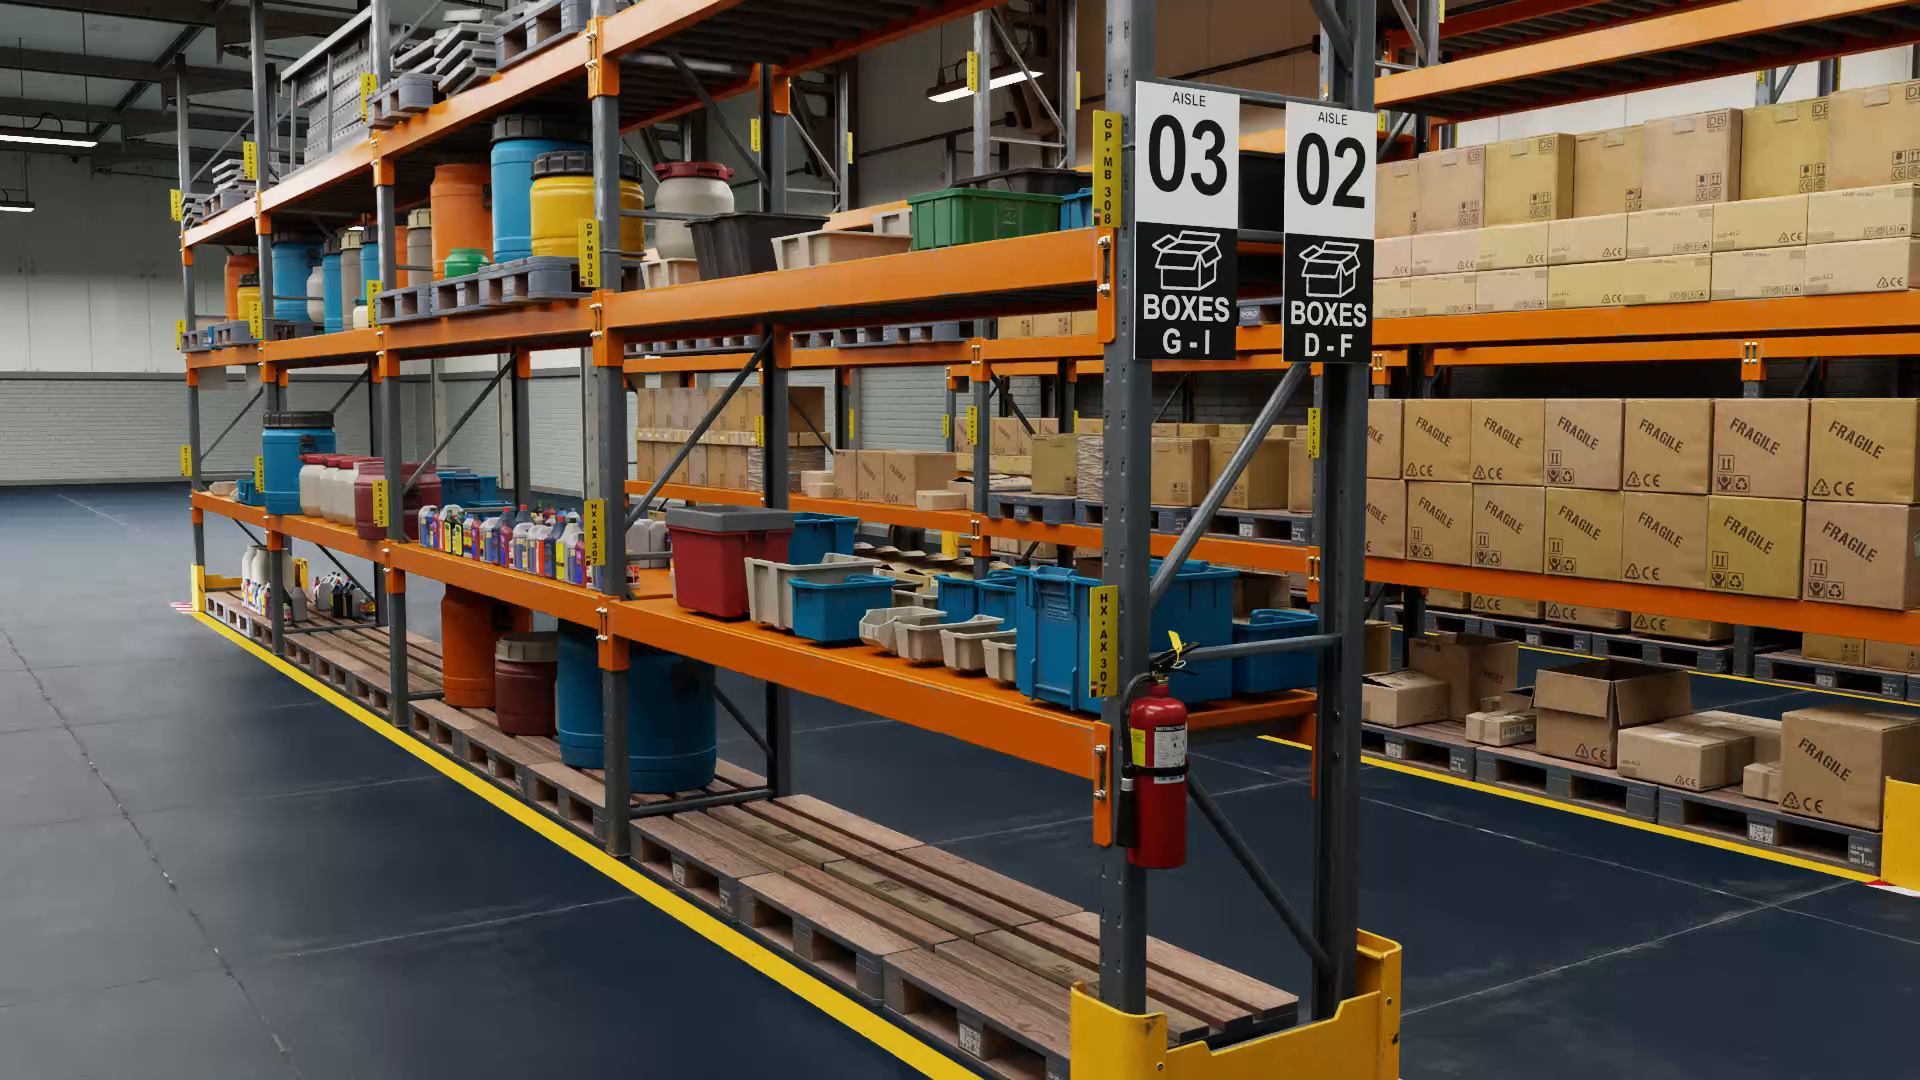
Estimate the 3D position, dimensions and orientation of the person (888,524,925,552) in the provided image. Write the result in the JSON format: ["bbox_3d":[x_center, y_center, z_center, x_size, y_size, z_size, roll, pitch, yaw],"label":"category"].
[{"bbox_3d":[-0.593,-0.136,19.177,0.531,1.656,0.346,-4,6,-36],"label":"person"}]
